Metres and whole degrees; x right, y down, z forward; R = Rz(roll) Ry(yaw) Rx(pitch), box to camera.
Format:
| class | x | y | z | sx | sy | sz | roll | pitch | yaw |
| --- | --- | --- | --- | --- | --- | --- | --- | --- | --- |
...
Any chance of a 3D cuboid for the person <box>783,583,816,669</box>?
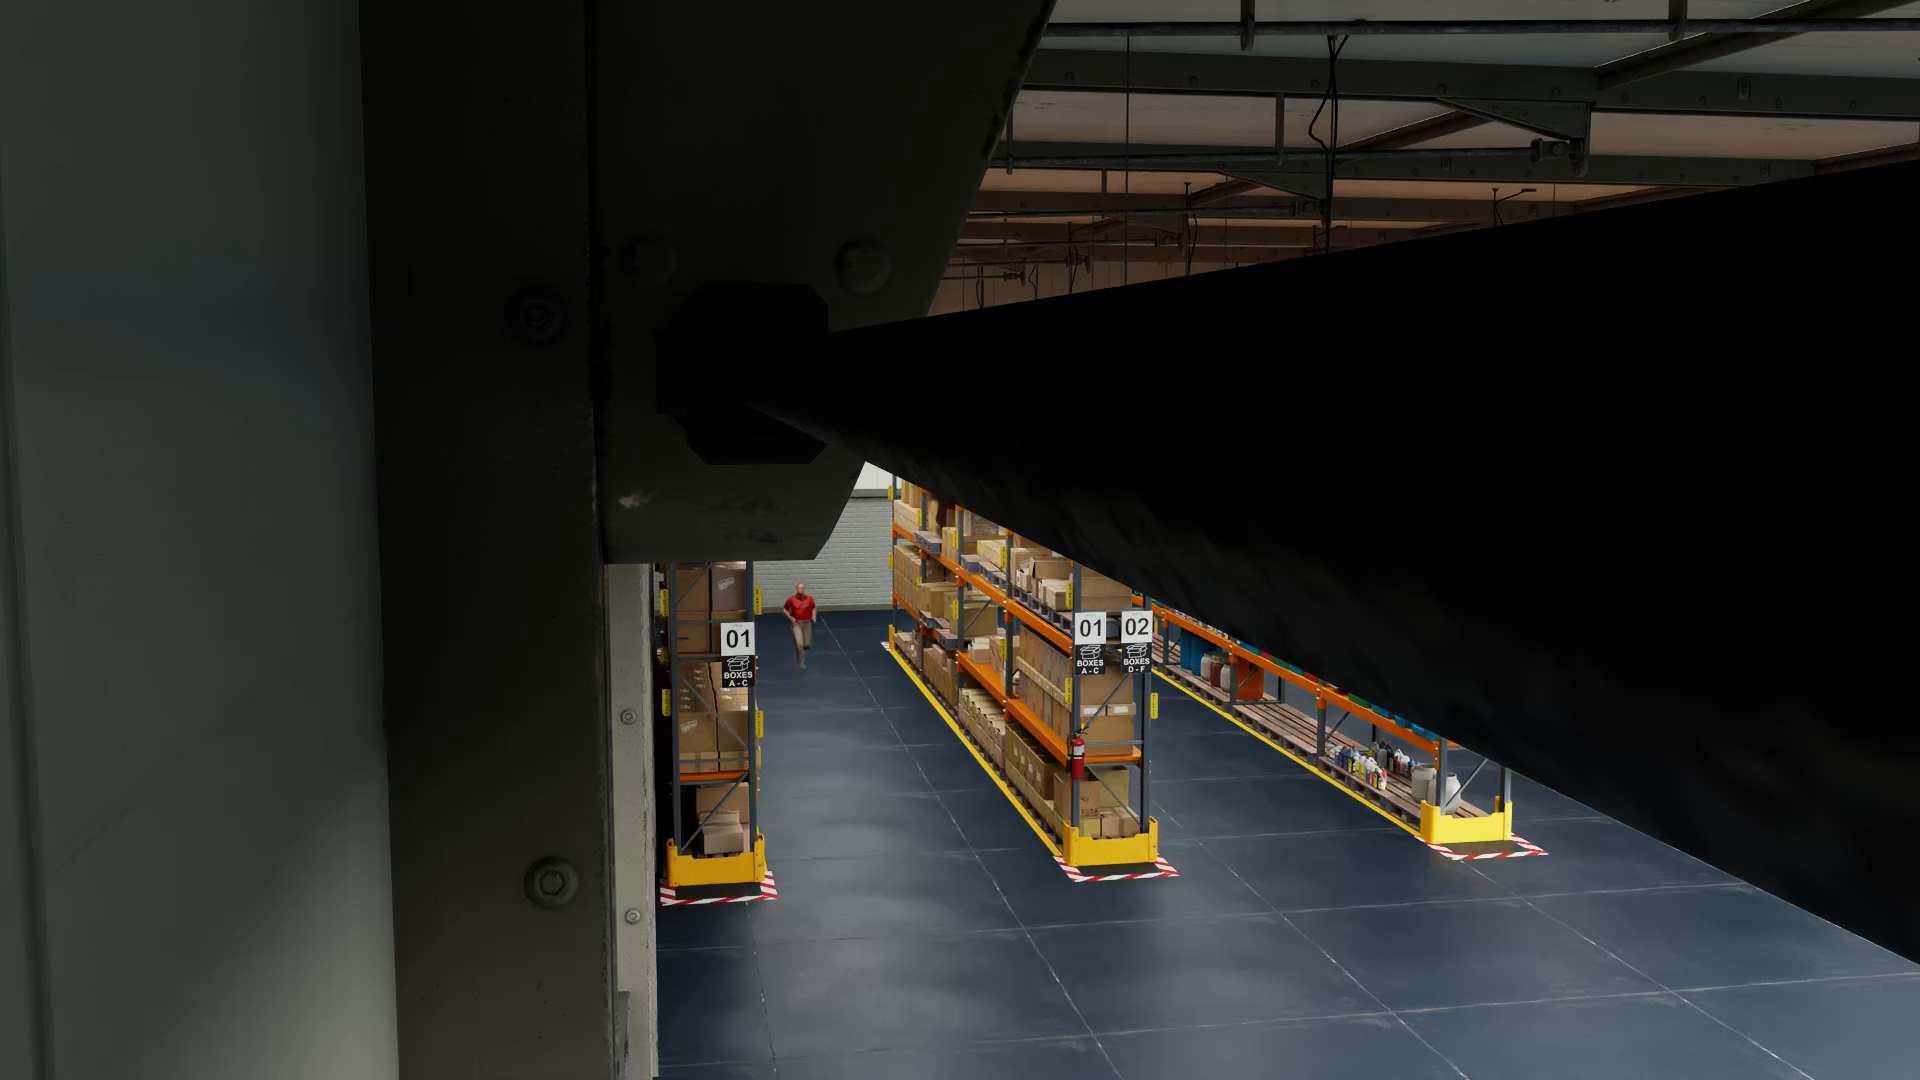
| class | x | y | z | sx | sy | sz | roll | pitch | yaw |
| --- | --- | --- | --- | --- | --- | --- | --- | --- | --- |
| person | -3.155 | 1.679 | 32.840 | 0.664 | 1.672 | 0.628 | -2 | 6 | -18 |
